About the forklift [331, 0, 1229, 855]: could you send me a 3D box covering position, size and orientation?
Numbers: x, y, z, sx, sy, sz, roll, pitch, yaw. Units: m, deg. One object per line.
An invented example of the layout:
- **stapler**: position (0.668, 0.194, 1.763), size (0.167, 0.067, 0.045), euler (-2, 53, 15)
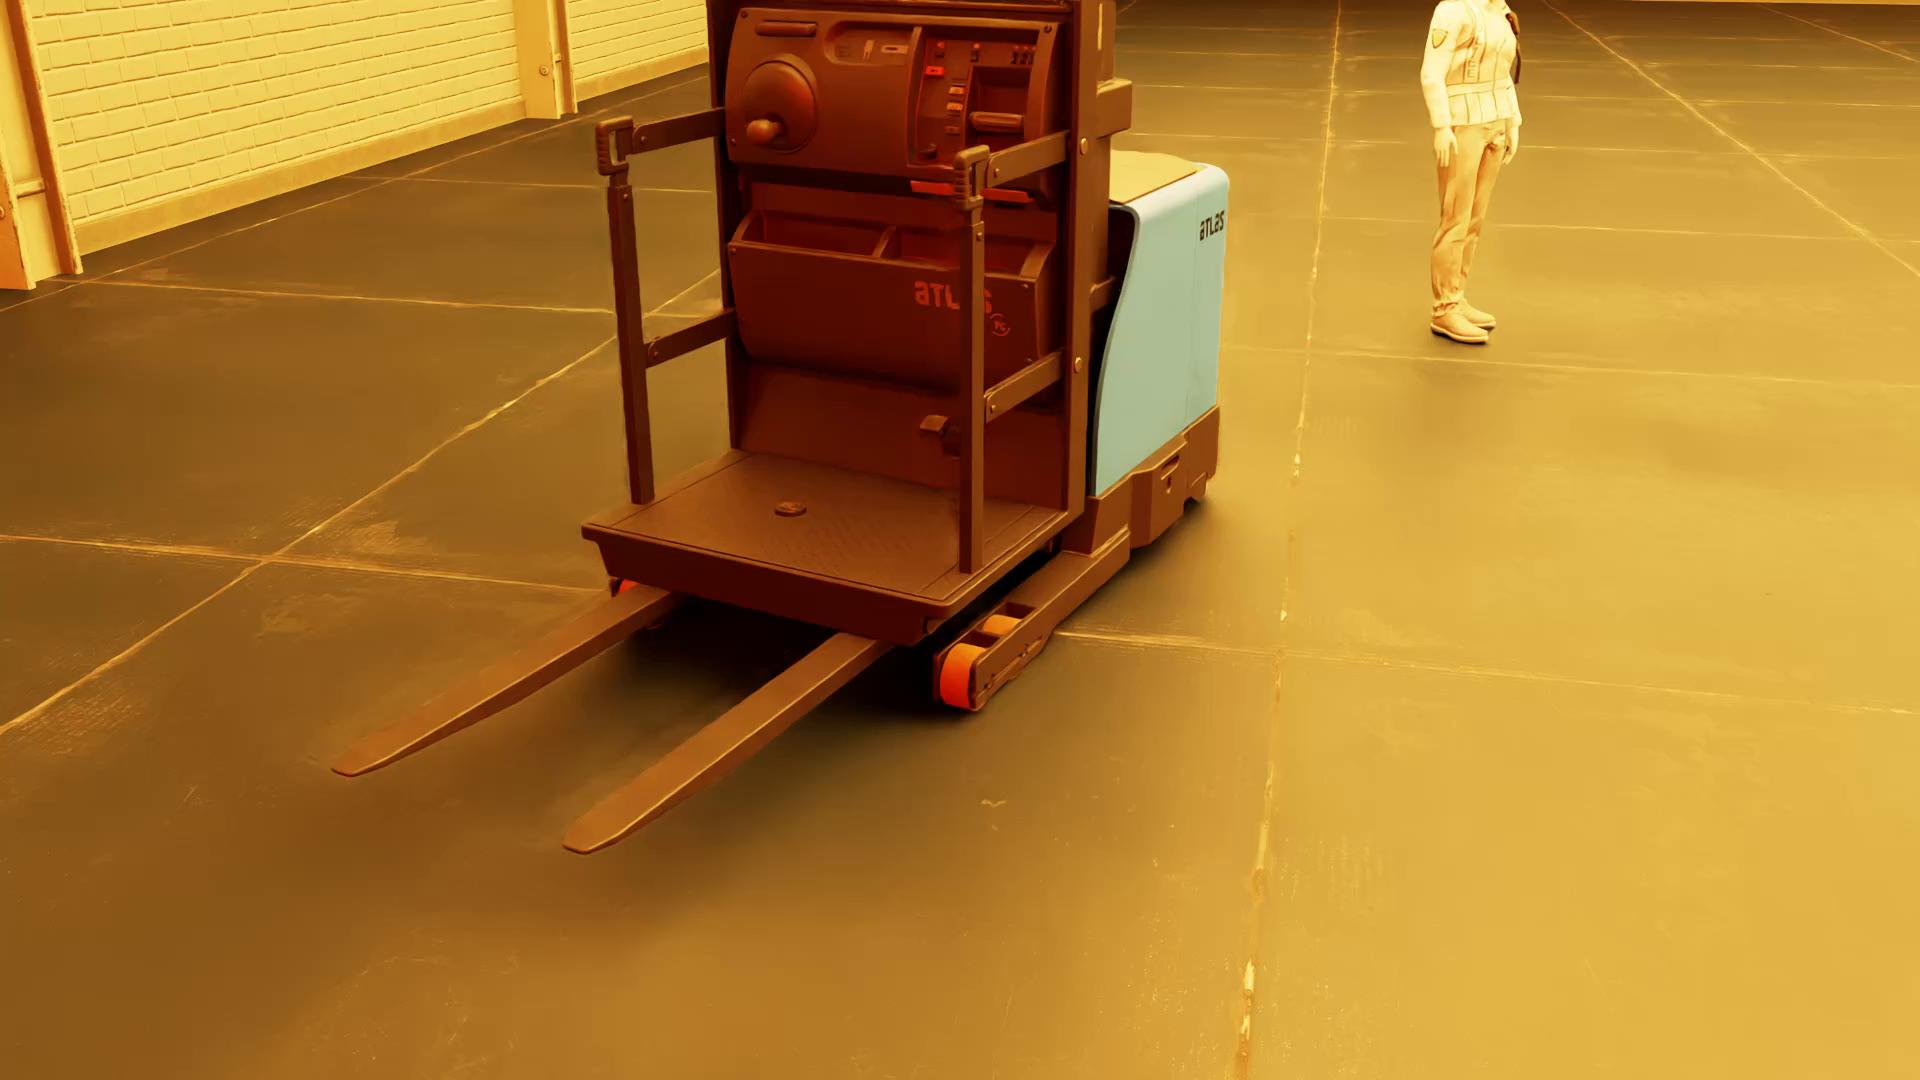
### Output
- **forklift**: position (-0.287, -1.127, 4.031), size (1.130, 2.935, 3.031), euler (11, 25, 26)

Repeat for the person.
- **person**: position (2.280, -1.762, 7.216), size (0.591, 1.697, 0.522), euler (-18, 28, -37)
